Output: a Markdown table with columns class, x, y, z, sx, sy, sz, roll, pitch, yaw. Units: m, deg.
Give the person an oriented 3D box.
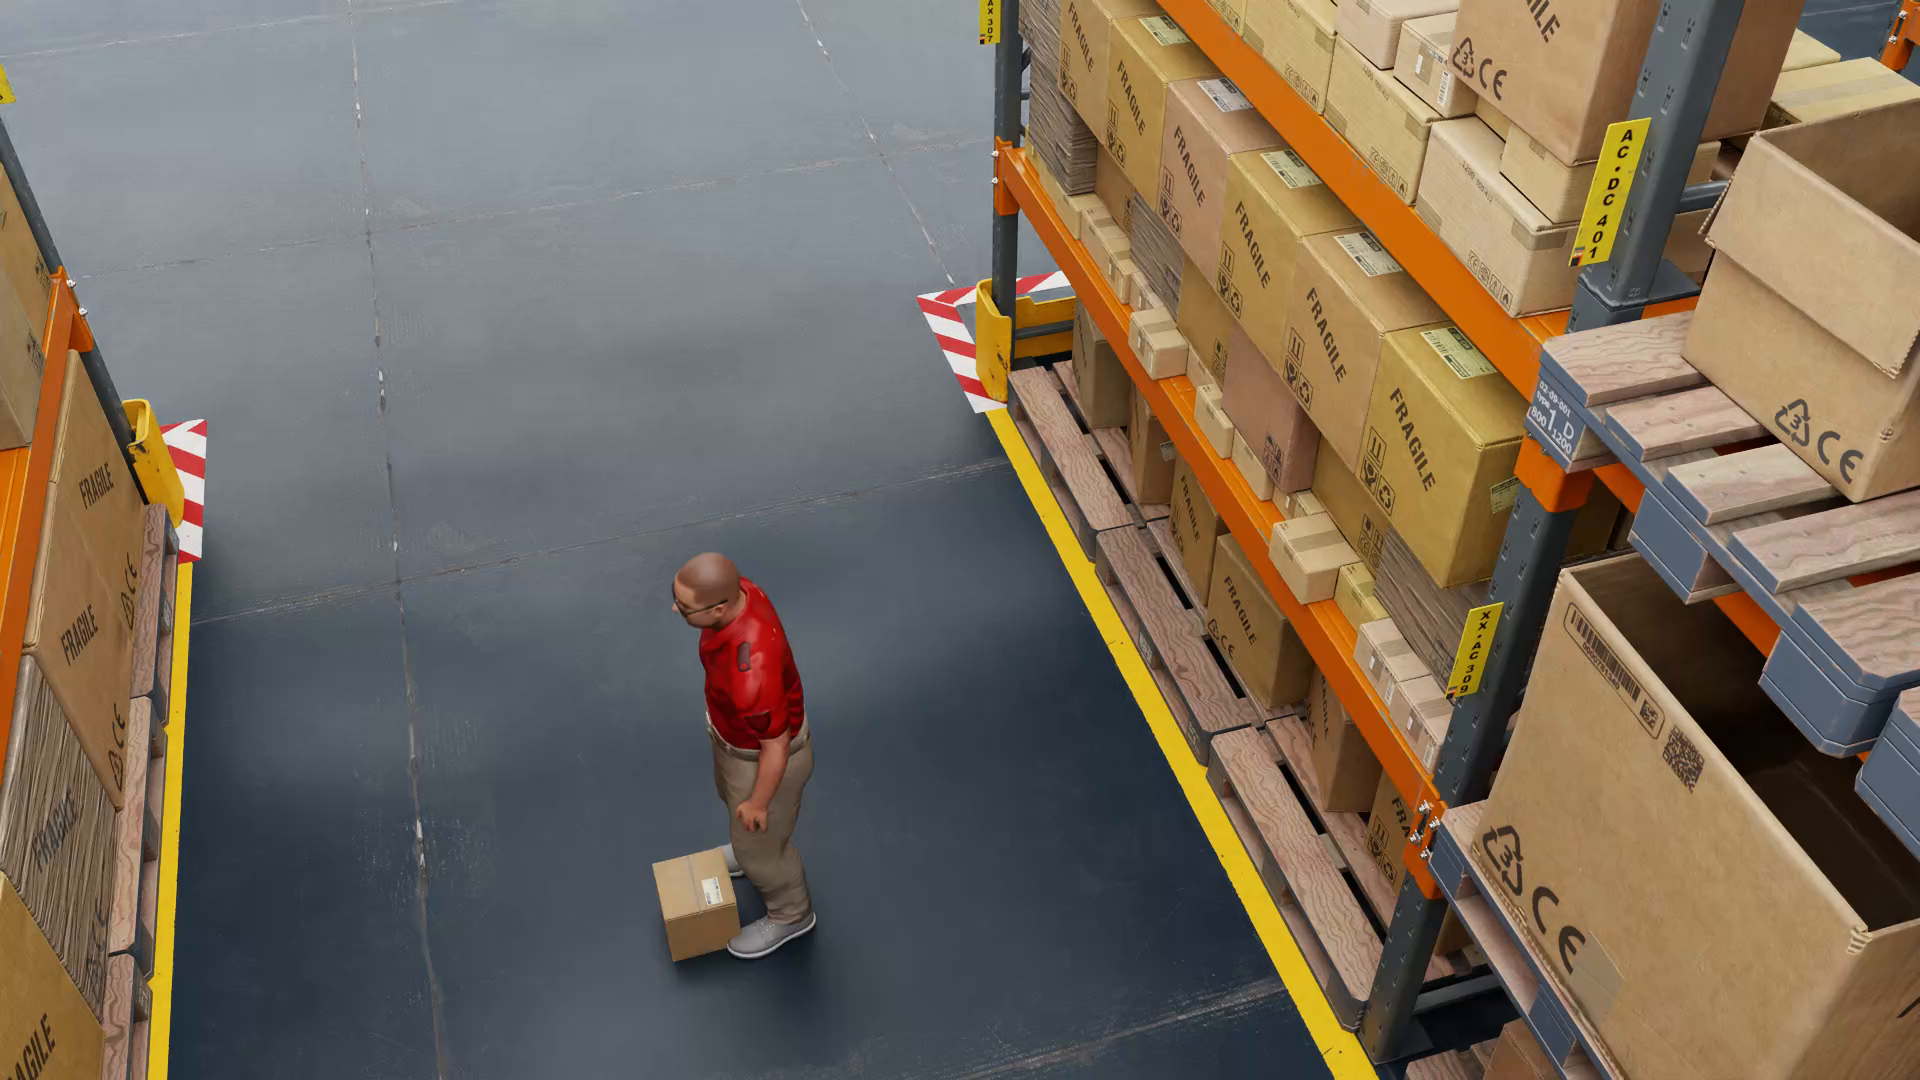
| class | x | y | z | sx | sy | sz | roll | pitch | yaw |
| --- | --- | --- | --- | --- | --- | --- | --- | --- | --- |
| person | -0.677 | 0.647 | 5.397 | 0.370 | 1.657 | 0.584 | -12 | 43 | -13 |
